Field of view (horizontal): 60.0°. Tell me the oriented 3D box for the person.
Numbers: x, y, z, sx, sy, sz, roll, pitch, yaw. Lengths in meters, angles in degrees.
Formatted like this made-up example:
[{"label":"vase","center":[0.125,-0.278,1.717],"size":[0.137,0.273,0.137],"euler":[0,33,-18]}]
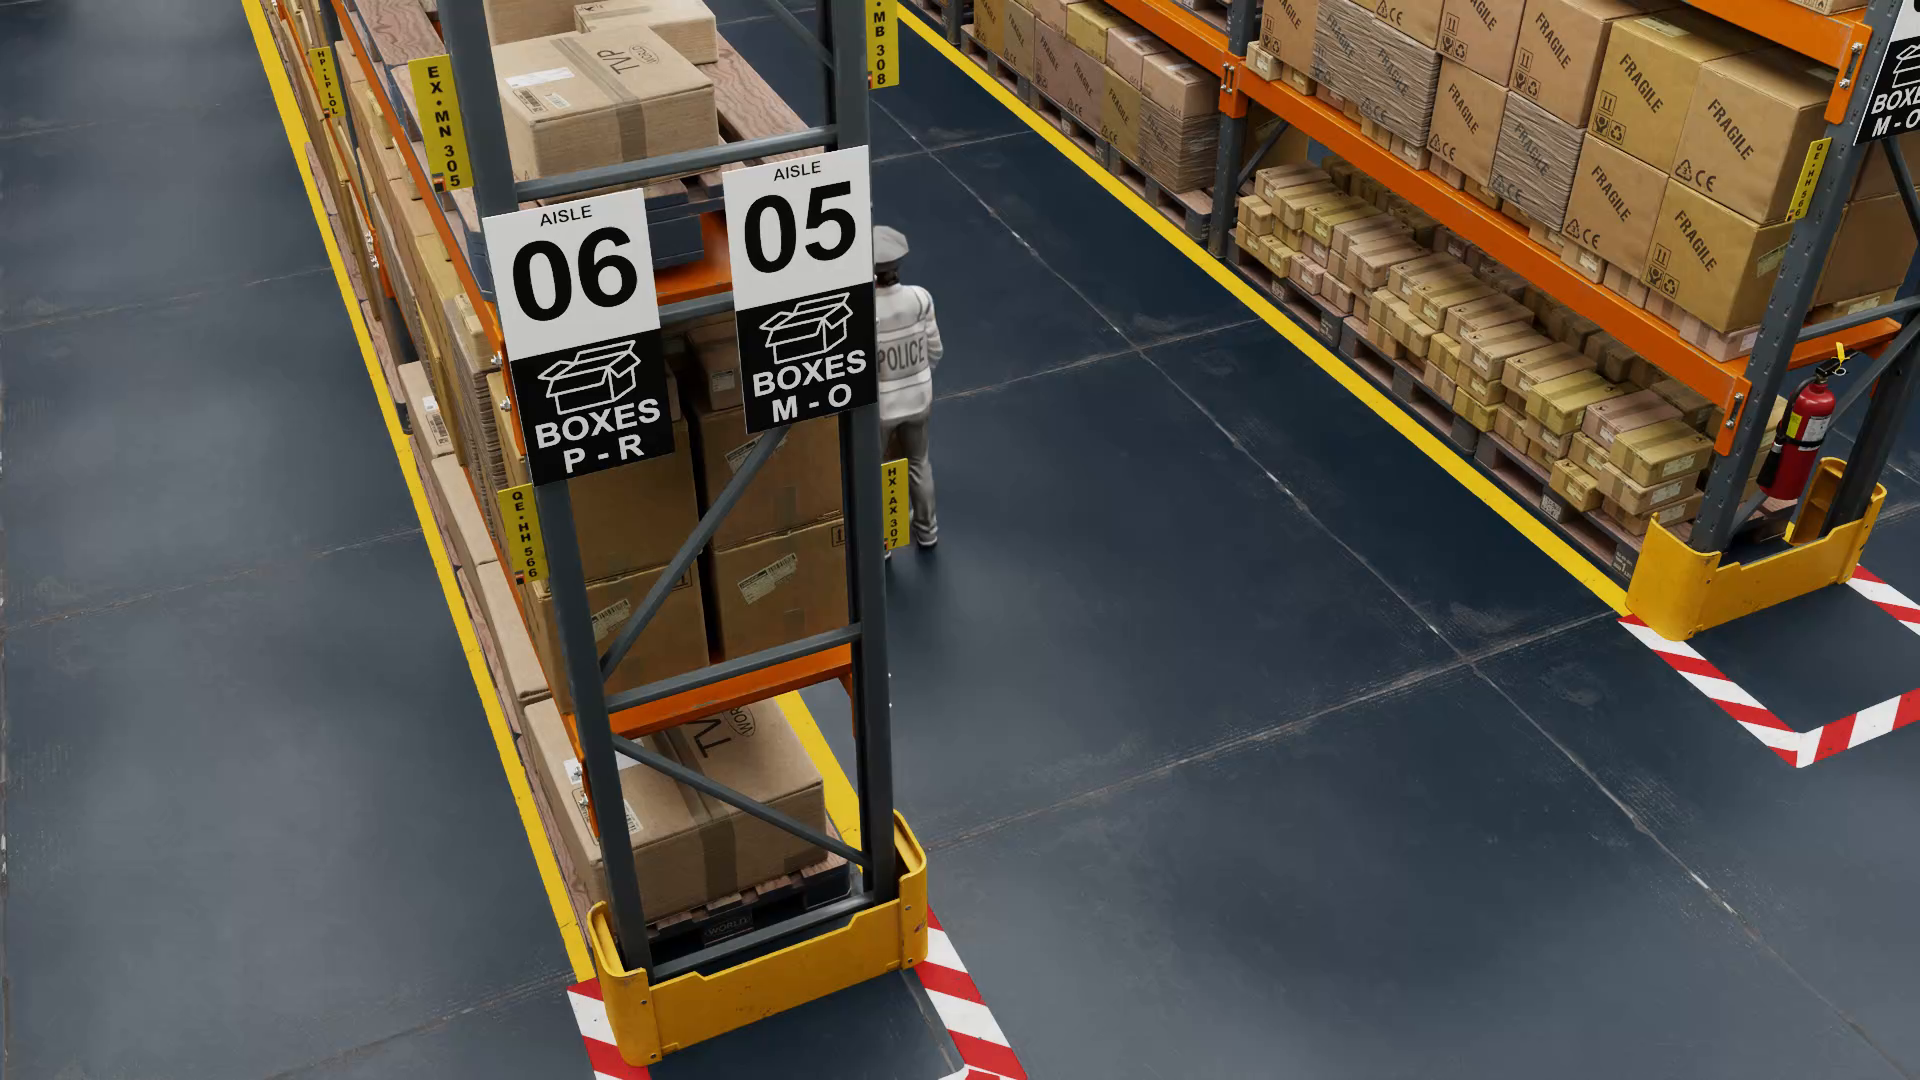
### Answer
[{"label":"person","center":[-0.324,-0.637,7.676],"size":[0.509,1.671,0.359],"euler":[-17,41,-21]}]
